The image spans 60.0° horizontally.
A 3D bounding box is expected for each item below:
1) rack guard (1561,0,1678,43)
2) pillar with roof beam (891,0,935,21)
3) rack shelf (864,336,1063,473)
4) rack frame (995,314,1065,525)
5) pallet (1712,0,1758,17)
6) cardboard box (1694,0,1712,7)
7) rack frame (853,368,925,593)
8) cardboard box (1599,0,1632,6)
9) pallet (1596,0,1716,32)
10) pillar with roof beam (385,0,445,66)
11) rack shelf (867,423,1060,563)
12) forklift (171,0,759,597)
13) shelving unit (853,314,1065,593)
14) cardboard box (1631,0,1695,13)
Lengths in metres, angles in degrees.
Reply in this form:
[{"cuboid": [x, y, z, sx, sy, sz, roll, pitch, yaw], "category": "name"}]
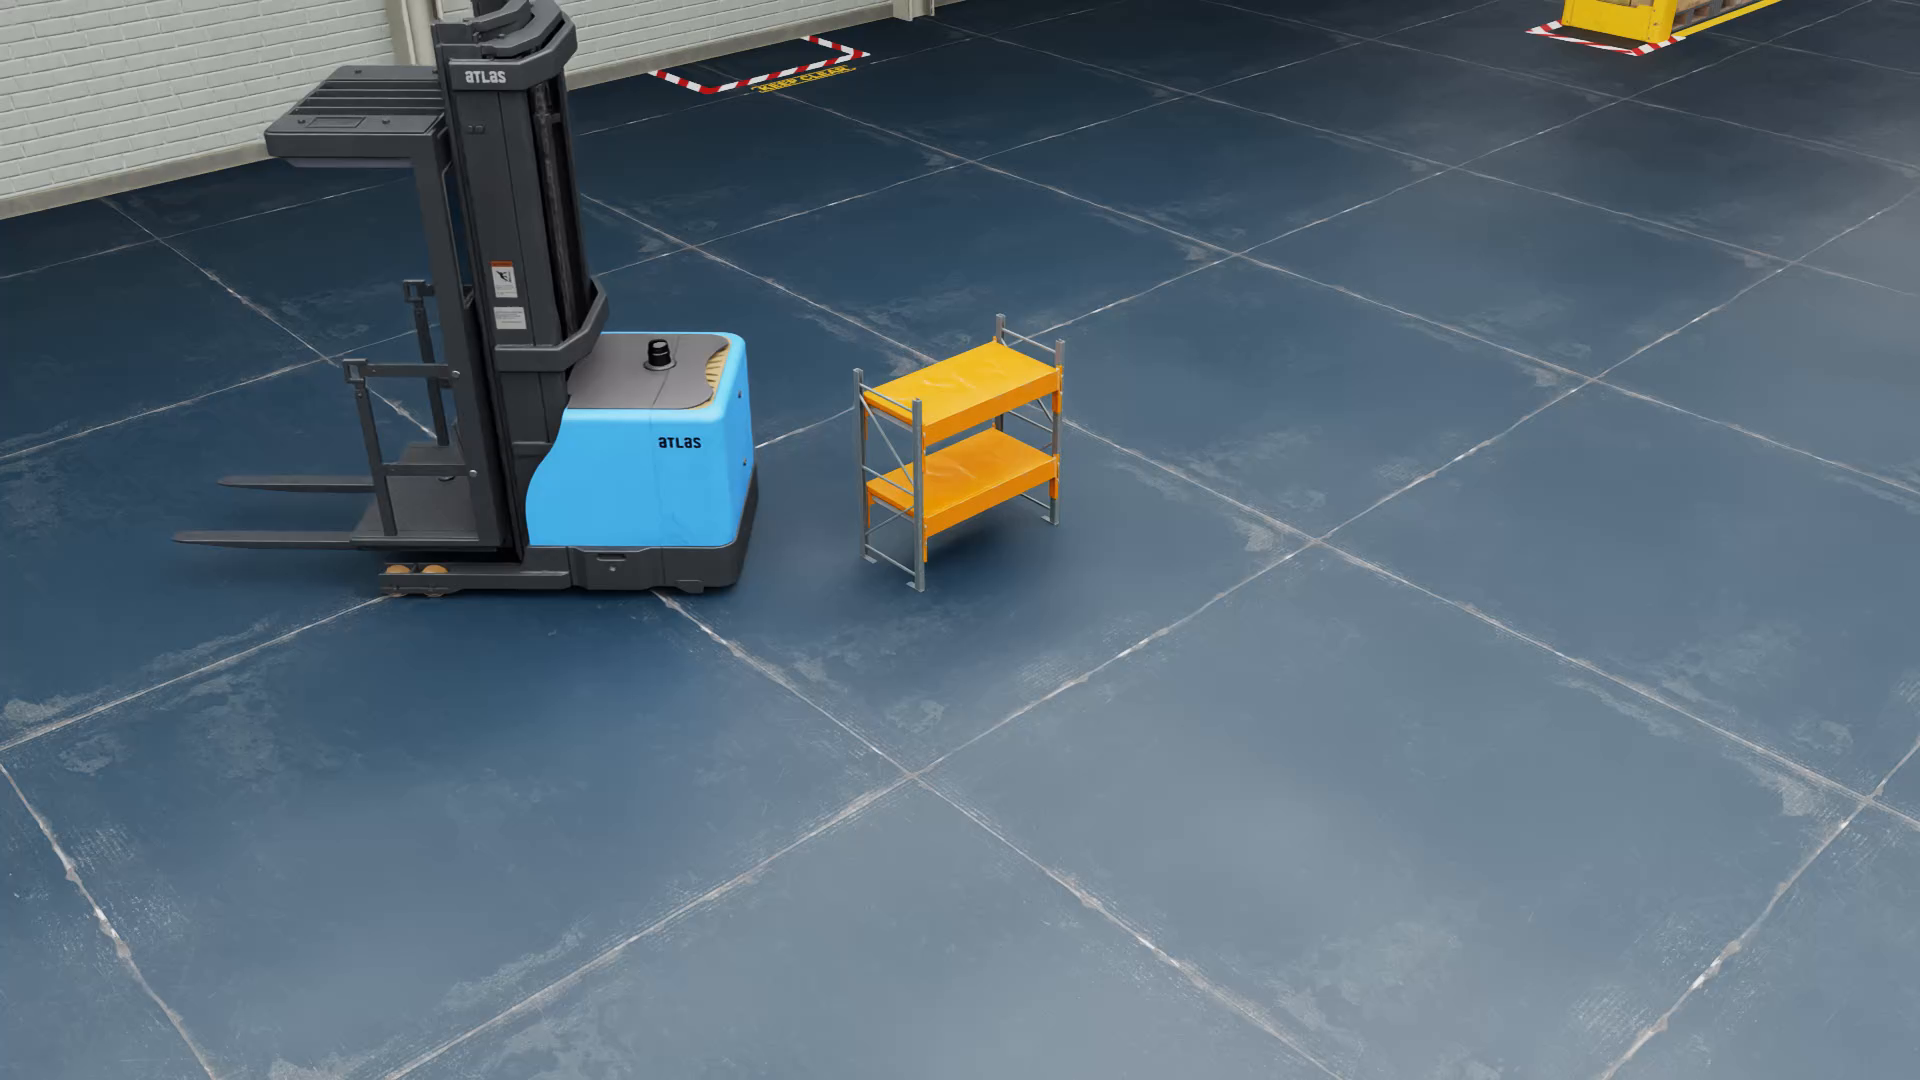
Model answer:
[{"cuboid": [7.290, -5.883, 18.392, 0.348, 0.500, 1.175, -26, 40, -35], "category": "rack guard"}, {"cuboid": [2.389, -8.216, 14.059, 0.400, 9.000, 9.100, -26, 40, -35], "category": "pillar with roof beam"}, {"cuboid": [0.005, -0.732, 8.808, 1.000, 0.278, 0.538, -26, 40, -35], "category": "rack shelf"}, {"cuboid": [0.378, -0.663, 9.255, 0.032, 1.125, 0.500, -26, 40, -35], "category": "rack frame"}, {"cuboid": [8.734, -6.487, 19.655, 1.213, 0.211, 1.003, -26, 40, -35], "category": "pallet"}, {"cuboid": [8.216, -6.248, 18.826, 0.500, 0.250, 0.500, -26, 40, -35], "category": "cardboard box"}, {"cuboid": [-0.368, -0.302, 8.666, 0.032, 1.125, 0.500, -26, 40, -35], "category": "rack frame"}, {"cuboid": [7.500, -6.268, 18.858, 0.500, 0.250, 0.500, -26, 40, -35], "category": "cardboard box"}, {"cuboid": [7.840, -6.056, 18.951, 1.213, 0.211, 1.003, -26, 40, -35], "category": "pallet"}, {"cuboid": [-2.010, -6.087, 10.579, 0.400, 9.000, 9.100, -26, 40, -35], "category": "pillar with roof beam"}, {"cuboid": [0.005, -0.274, 9.088, 1.000, 0.278, 0.538, -26, 40, -35], "category": "rack shelf"}, {"cuboid": [-2.672, -1.226, 8.446, 3.031, 2.935, 1.130, 0, 31, 1], "category": "forklift"}, {"cuboid": [0.005, -0.482, 8.960, 1.048, 1.125, 0.538, -26, 40, -35], "category": "shelving unit"}, {"cuboid": [7.852, -6.070, 18.534, 0.500, 0.250, 0.500, -26, 40, -35], "category": "cardboard box"}]
